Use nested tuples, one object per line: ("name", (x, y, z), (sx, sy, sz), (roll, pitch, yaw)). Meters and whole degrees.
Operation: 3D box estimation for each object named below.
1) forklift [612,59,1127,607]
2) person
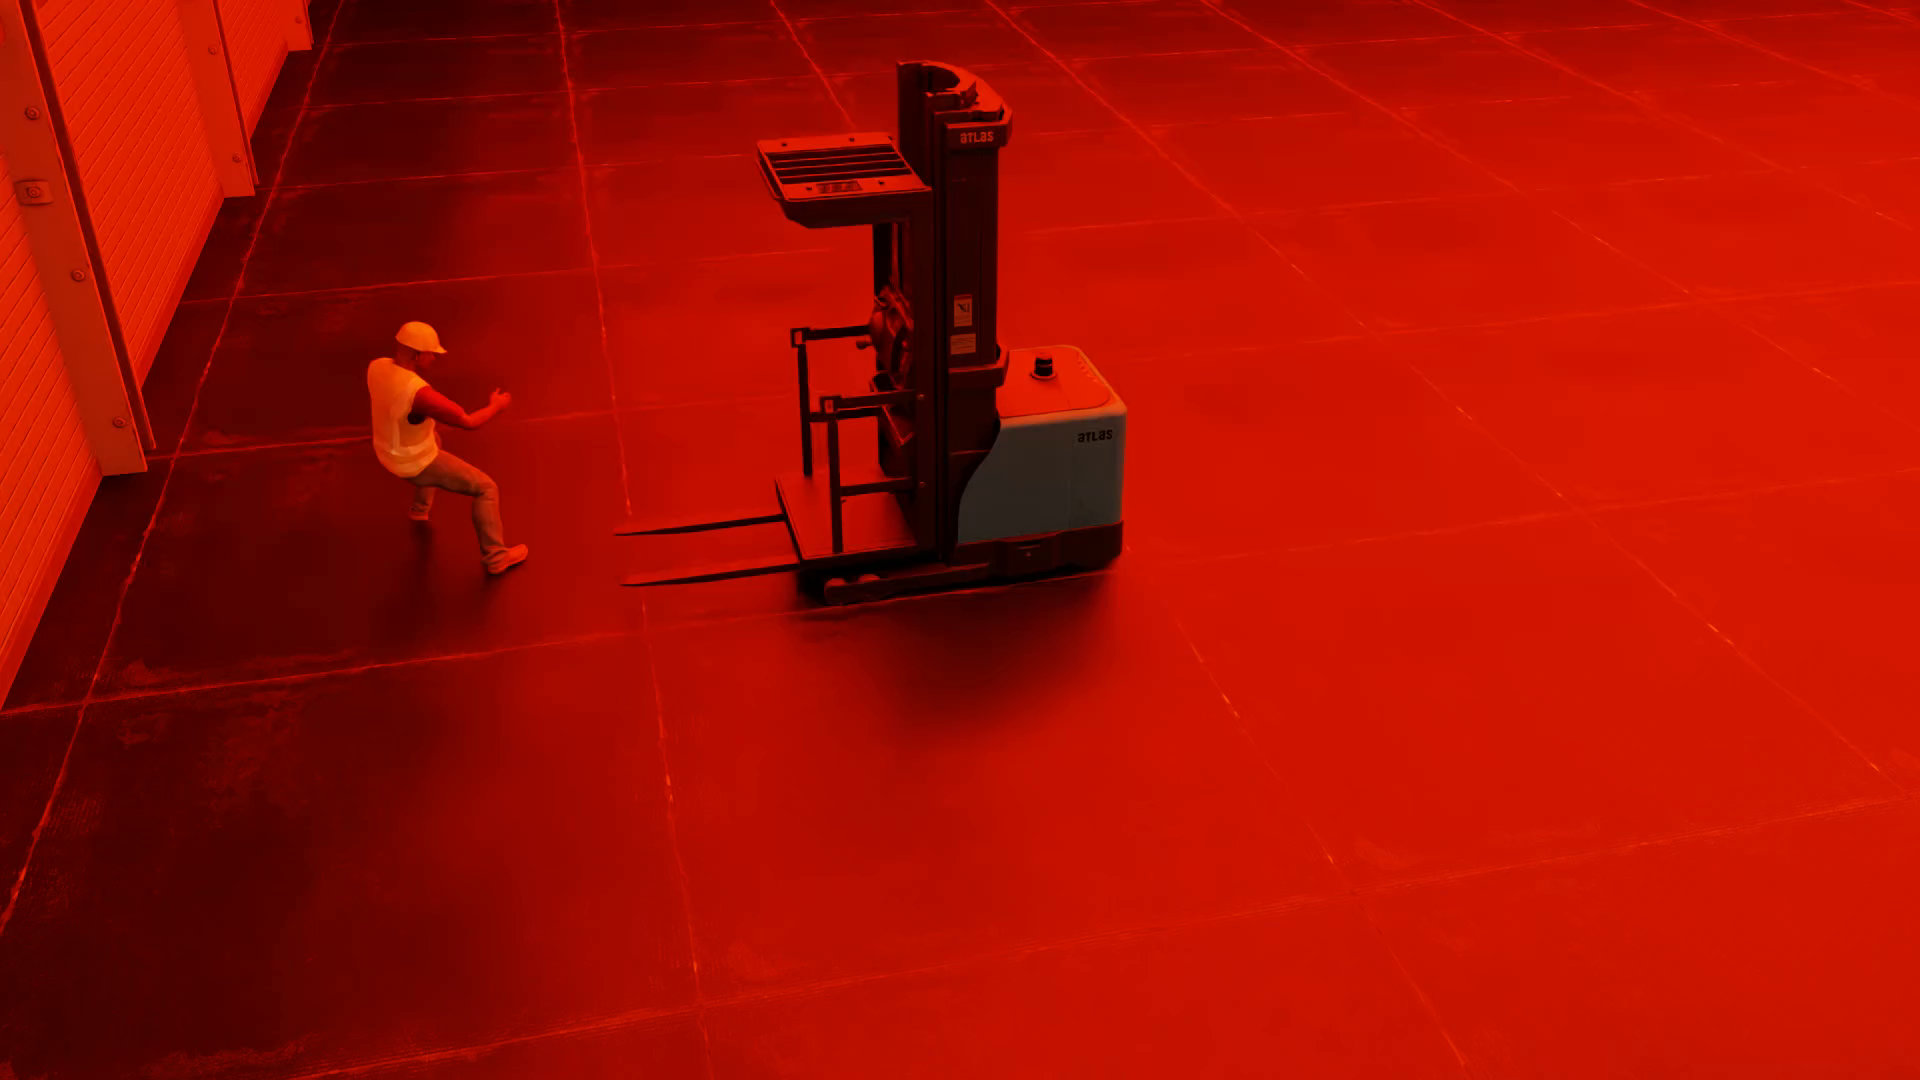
("forklift", (-0.579, -1.167, 9.591), (3.031, 2.935, 1.130), (-7, 31, -13))
("person", (-3.162, -0.650, 10.096), (0.758, 1.535, 1.062), (-26, 39, -37))
